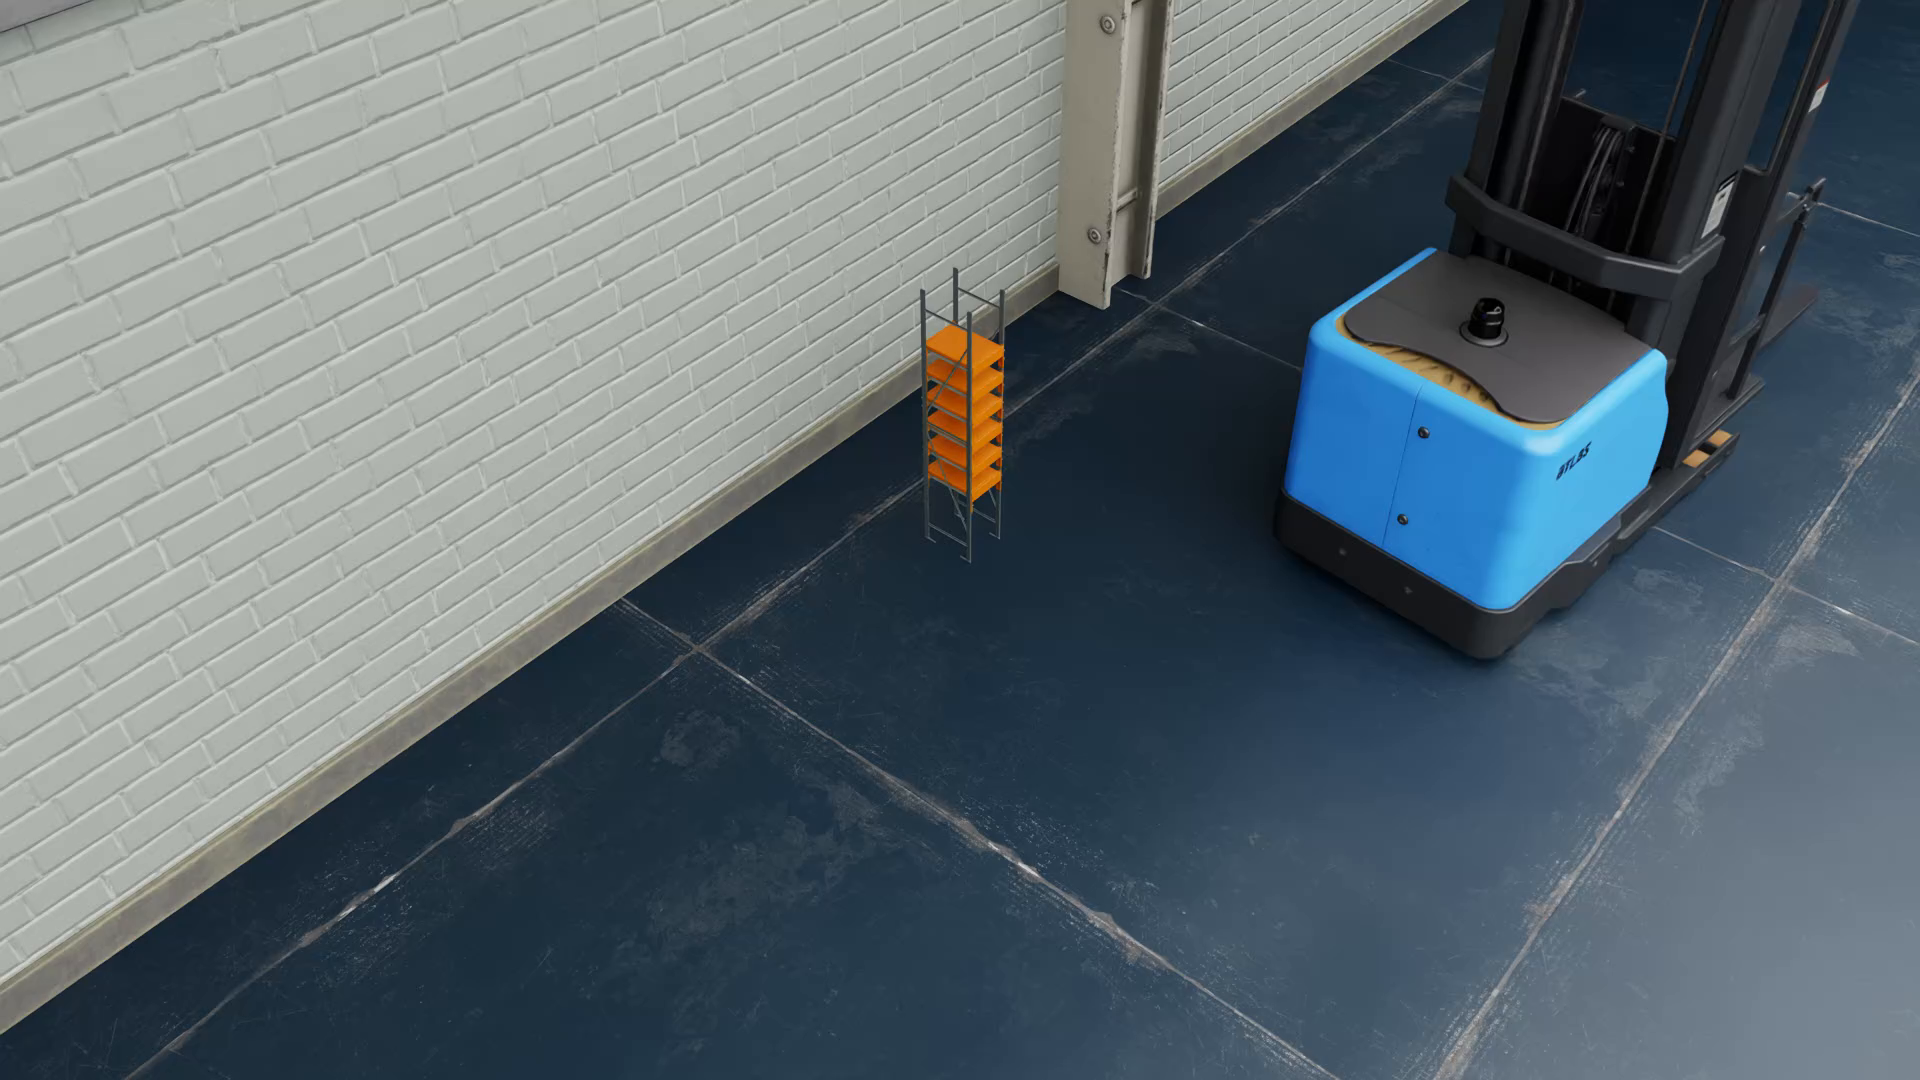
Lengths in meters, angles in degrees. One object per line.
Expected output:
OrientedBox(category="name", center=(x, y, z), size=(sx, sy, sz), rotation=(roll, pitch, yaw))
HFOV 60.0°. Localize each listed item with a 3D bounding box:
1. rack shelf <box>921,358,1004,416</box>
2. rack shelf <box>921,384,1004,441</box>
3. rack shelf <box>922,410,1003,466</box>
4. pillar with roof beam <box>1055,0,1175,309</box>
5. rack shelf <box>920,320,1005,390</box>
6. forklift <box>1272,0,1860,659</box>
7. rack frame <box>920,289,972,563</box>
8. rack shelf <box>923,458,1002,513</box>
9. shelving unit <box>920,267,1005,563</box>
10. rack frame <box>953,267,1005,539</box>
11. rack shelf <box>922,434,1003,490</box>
OrientedBox(category="rack shelf", center=(0.009, -0.596, 6.223), size=(0.258, 0.103, 0.180), rotation=(29, 50, 28))
OrientedBox(category="rack shelf", center=(0.009, -0.507, 6.304), size=(0.258, 0.103, 0.180), rotation=(29, 50, 28))
OrientedBox(category="rack shelf", center=(0.009, -0.419, 6.384), size=(0.258, 0.103, 0.180), rotation=(29, 50, 28))
OrientedBox(category="pillar with roof beam", center=(3.991, -2.735, 3.069), size=(9.100, 9.000, 0.400), rotation=(29, 50, 28))
OrientedBox(category="rack shelf", center=(0.009, -0.685, 6.142), size=(0.258, 0.103, 0.180), rotation=(29, 50, 28))
OrientedBox(category="forklift", center=(2.661, -1.525, 6.248), size=(3.031, 2.935, 1.130), rotation=(-33, 52, -31))
OrientedBox(category="rack frame", center=(-0.050, -0.404, 6.303), size=(0.240, 1.200, 0.006), rotation=(29, 50, 28))
OrientedBox(category="rack shelf", center=(0.009, -0.241, 6.546), size=(0.258, 0.103, 0.180), rotation=(29, 50, 28))
OrientedBox(category="shelving unit", center=(0.009, -0.451, 6.355), size=(0.258, 1.200, 0.189), rotation=(29, 50, 28))
OrientedBox(category="rack frame", center=(0.068, -0.498, 6.406), size=(0.240, 1.200, 0.006), rotation=(29, 50, 28))
OrientedBox(category="rack shelf", center=(0.009, -0.330, 6.465), size=(0.258, 0.103, 0.180), rotation=(29, 50, 28))
